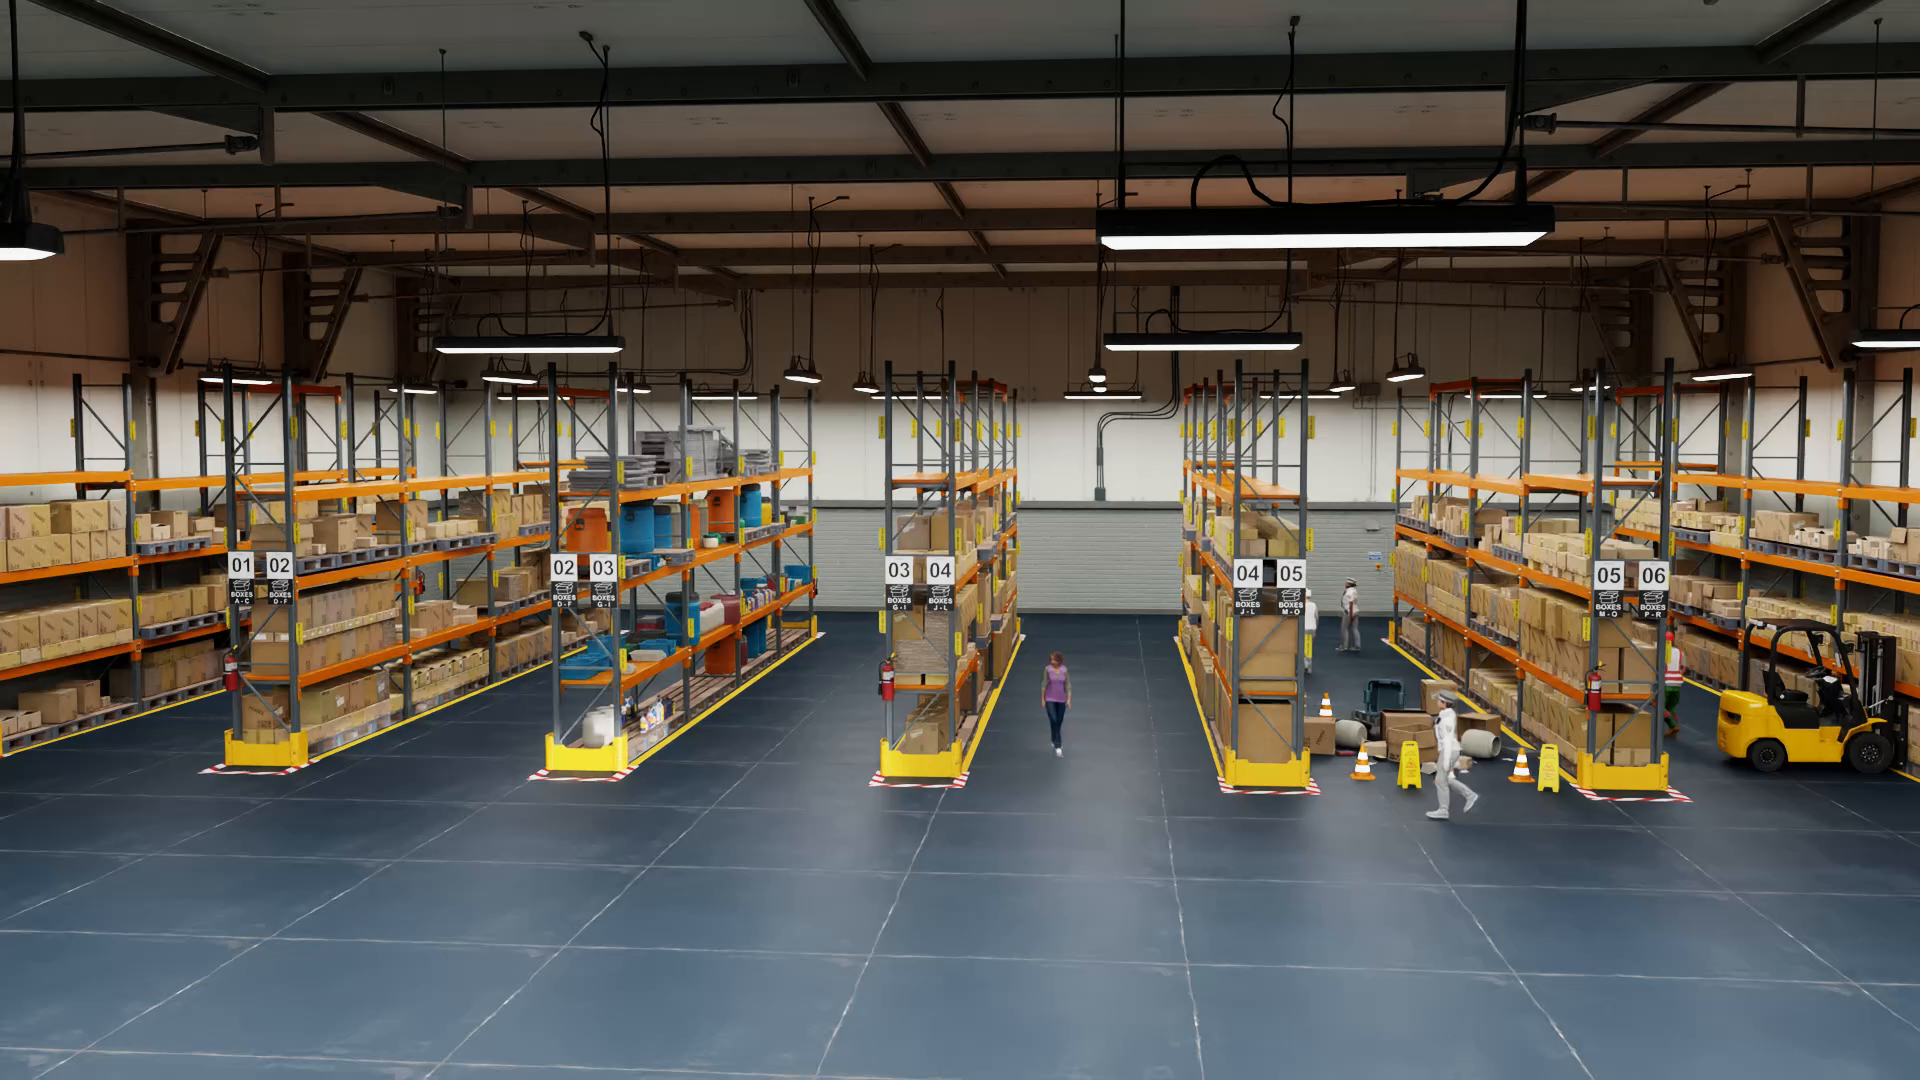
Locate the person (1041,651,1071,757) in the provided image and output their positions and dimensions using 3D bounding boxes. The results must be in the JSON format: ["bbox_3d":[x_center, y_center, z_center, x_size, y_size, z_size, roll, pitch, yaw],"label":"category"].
[{"bbox_3d":[1.499,2.520,25.812,0.442,1.606,0.736,-1,4,-10],"label":"person"}]

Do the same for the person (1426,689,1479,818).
[{"bbox_3d":[6.354,2.745,21.410,0.650,1.667,0.492,1,4,15],"label":"person"}]

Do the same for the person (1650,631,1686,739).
[{"bbox_3d":[11.570,2.366,27.028,0.607,1.726,0.744,-1,4,-8],"label":"person"}]

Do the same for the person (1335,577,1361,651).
[{"bbox_3d":[8.824,1.687,37.707,0.626,1.699,0.486,3,5,36],"label":"person"}]

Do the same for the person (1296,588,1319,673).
[{"bbox_3d":[7.154,1.877,34.351,0.600,1.751,0.634,-1,4,-19],"label":"person"}]
